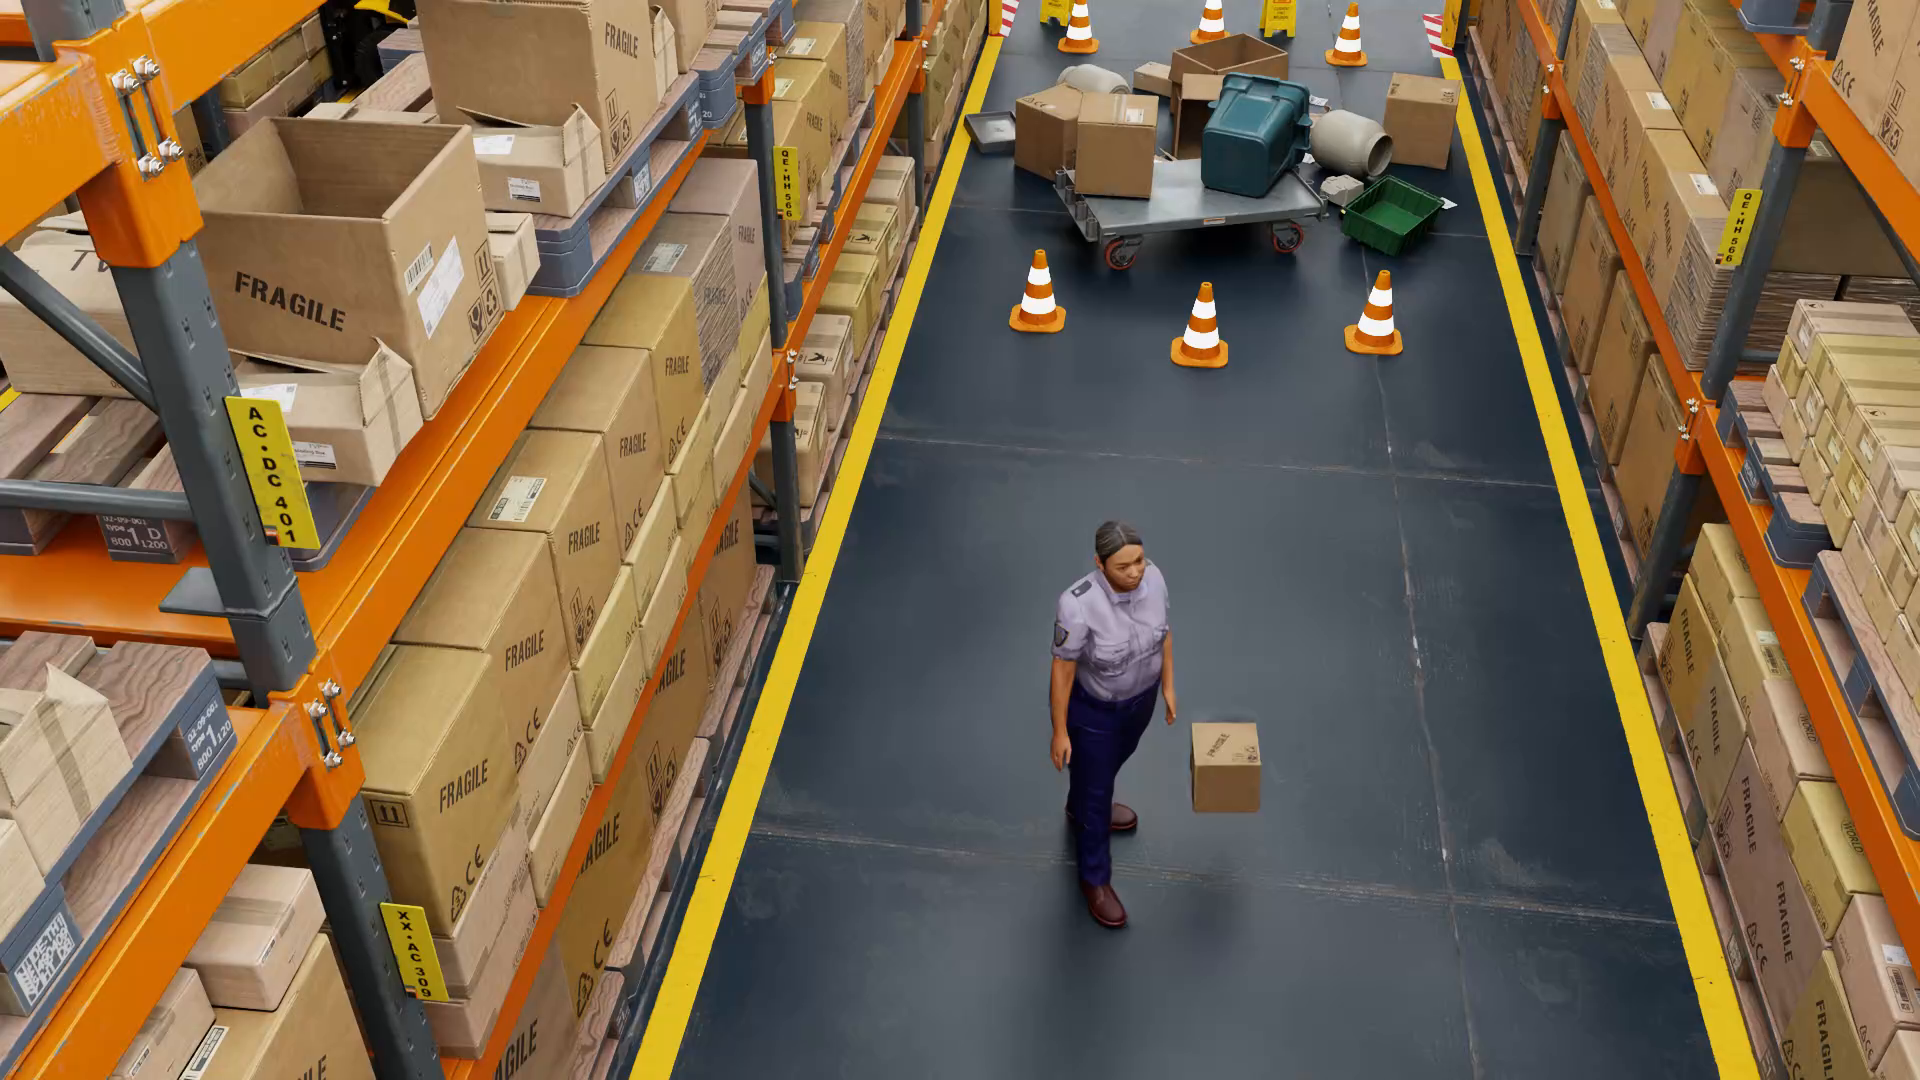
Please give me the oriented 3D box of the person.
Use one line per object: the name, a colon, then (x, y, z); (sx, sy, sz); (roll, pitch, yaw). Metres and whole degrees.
person: (0.560, 0.634, 6.178); (0.593, 1.641, 0.607); (-25, 43, -30)
